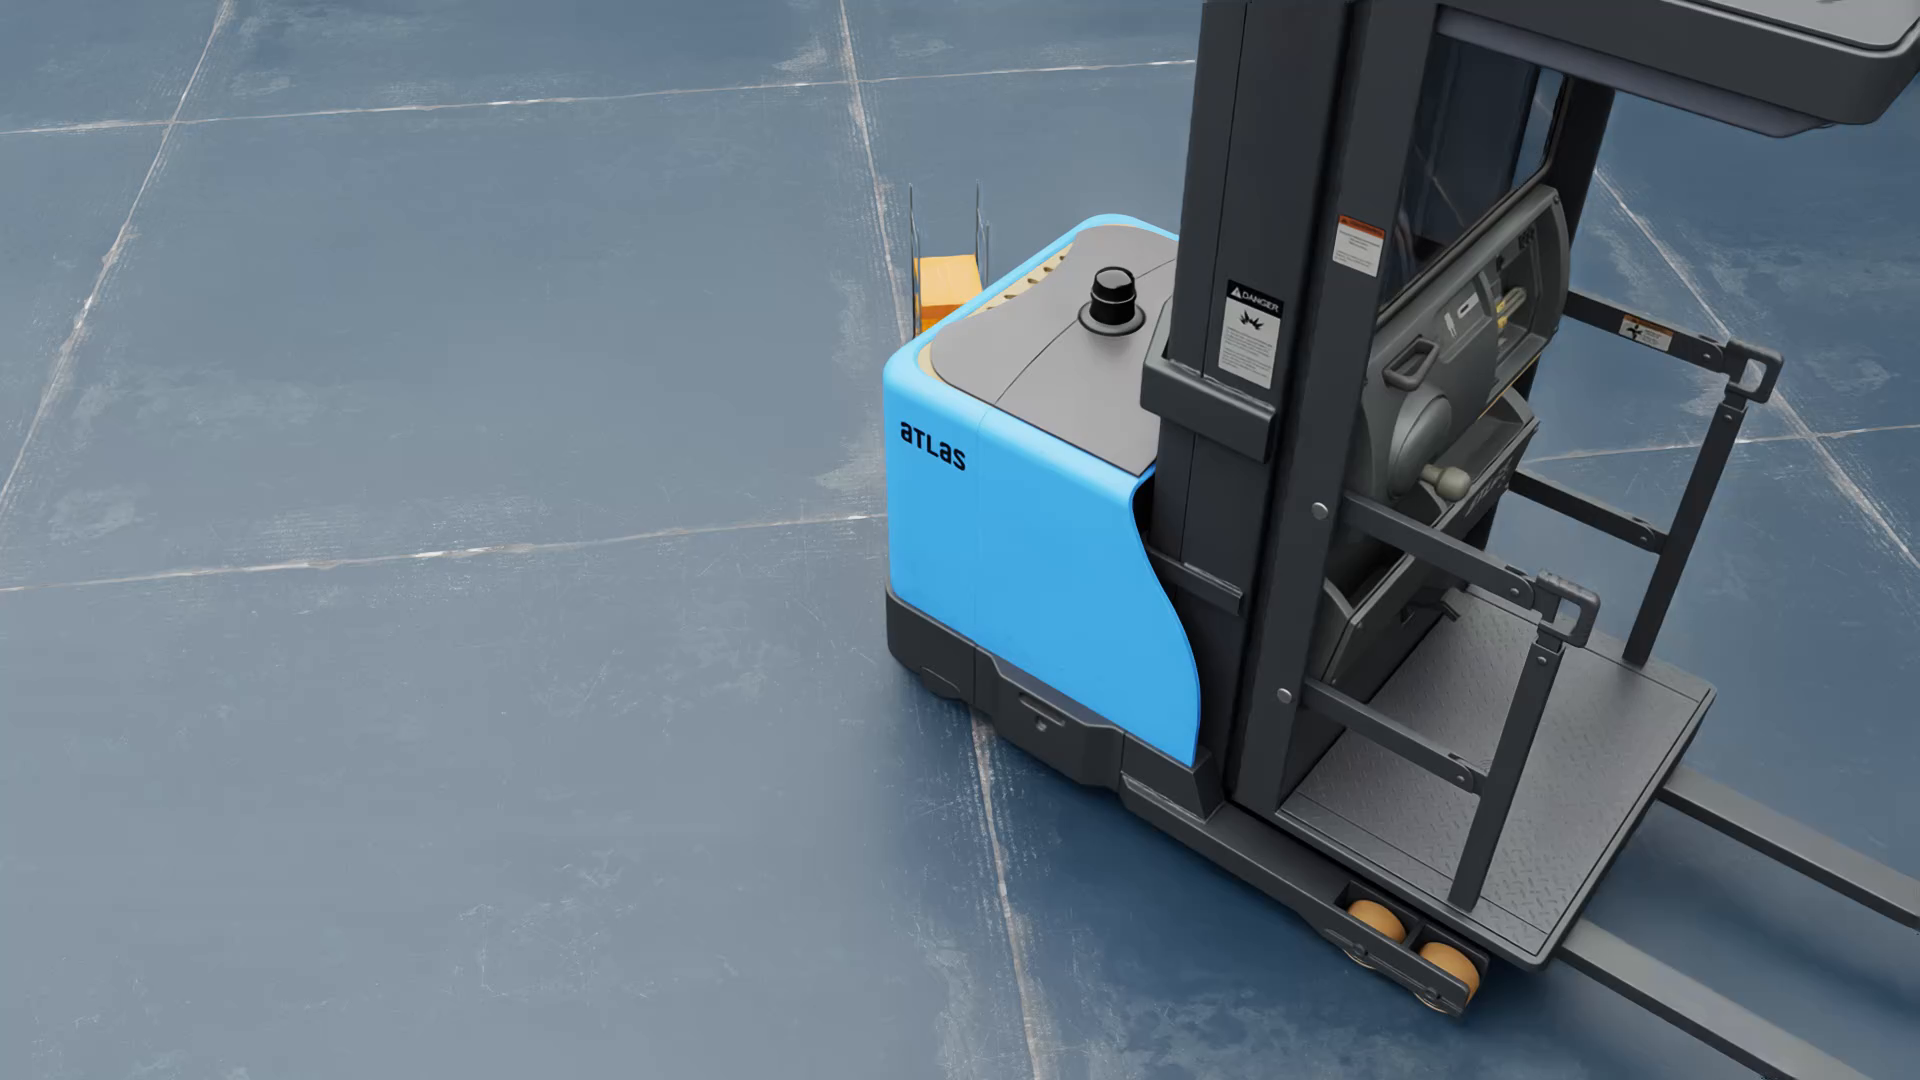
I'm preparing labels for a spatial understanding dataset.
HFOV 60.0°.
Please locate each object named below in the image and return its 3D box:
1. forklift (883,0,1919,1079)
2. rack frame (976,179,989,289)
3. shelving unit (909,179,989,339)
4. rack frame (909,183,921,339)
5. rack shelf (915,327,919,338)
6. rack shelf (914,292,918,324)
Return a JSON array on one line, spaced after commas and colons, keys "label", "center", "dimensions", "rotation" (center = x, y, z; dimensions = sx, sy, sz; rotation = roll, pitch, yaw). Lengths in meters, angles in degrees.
[{"label": "forklift", "center": [1.252, -0.329, 3.493], "dimensions": [3.031, 2.843, 1.129], "rotation": [29, 49, 28]}, {"label": "rack frame", "center": [0.060, -0.462, 4.866], "dimensions": [0.006, 1.200, 0.240], "rotation": [-4, 42, -5]}, {"label": "shelving unit", "center": [-0.031, -0.455, 4.858], "dimensions": [0.189, 1.200, 0.258], "rotation": [-4, 42, -5]}, {"label": "rack frame", "center": [-0.122, -0.448, 4.851], "dimensions": [0.006, 1.200, 0.240], "rotation": [-4, 42, -5]}, {"label": "rack shelf", "center": [-0.031, -0.511, 4.808], "dimensions": [0.180, 0.103, 0.258], "rotation": [-4, 42, -5]}, {"label": "rack shelf", "center": [-0.031, -0.600, 4.727], "dimensions": [0.180, 0.103, 0.258], "rotation": [-4, 42, -5]}]
